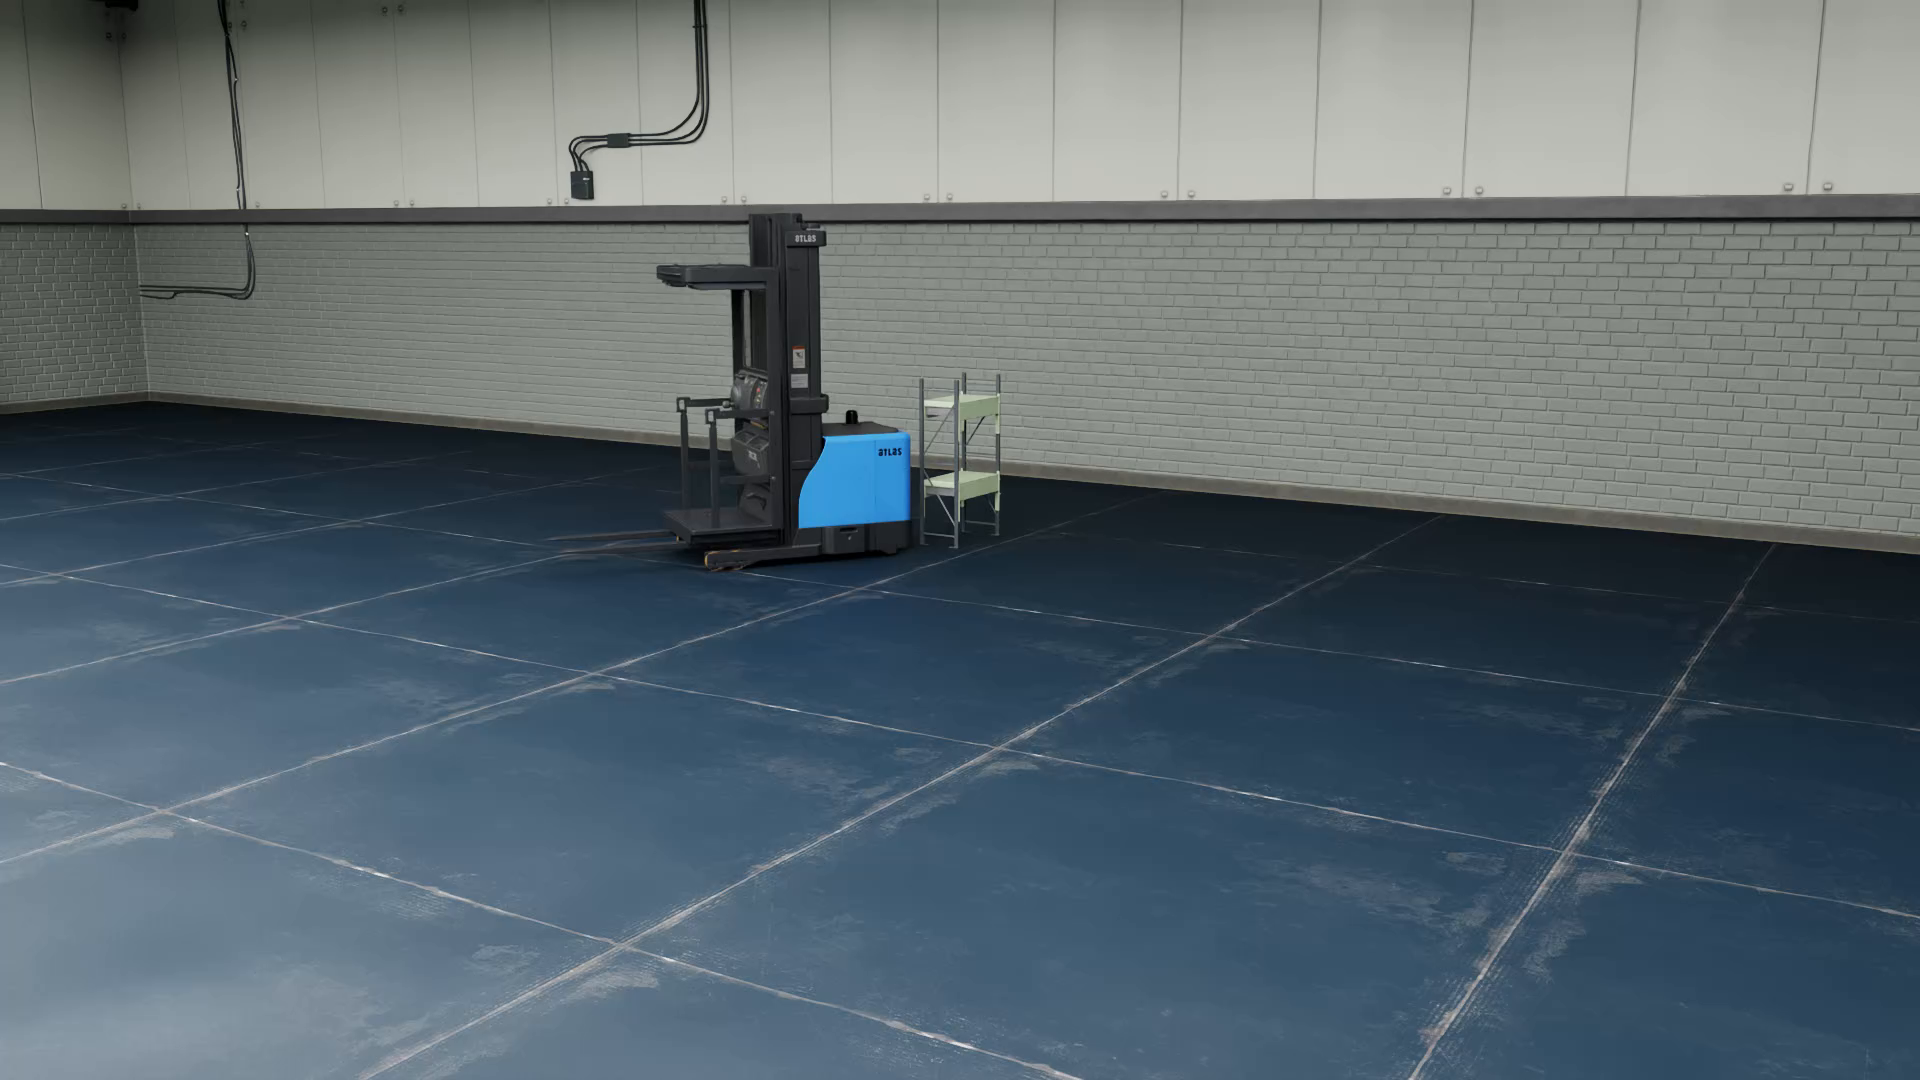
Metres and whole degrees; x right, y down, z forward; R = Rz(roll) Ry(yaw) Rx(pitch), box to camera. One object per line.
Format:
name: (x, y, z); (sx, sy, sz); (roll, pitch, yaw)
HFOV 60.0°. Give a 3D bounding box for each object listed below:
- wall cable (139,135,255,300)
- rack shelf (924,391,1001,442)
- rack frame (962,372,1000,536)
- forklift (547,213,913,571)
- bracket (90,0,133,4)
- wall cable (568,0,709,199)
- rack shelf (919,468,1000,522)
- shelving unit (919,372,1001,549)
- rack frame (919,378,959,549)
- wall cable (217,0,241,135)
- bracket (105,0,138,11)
wall cable: (-12.238, -5.071, 26.320); (3.097, 2.526, 0.112); (6, 12, 31)
rack shelf: (0.003, -1.122, 15.046); (0.431, 0.370, 0.720); (6, 12, 31)
rack frame: (0.193, -0.796, 15.425); (0.400, 1.500, 0.023); (6, 12, 31)
forklift: (-1.981, -1.288, 14.167); (3.031, 2.935, 1.130); (-5, 12, -23)
bracket: (-13.455, -8.341, 25.565); (0.076, 0.066, 3.189); (6, 12, 31)
wall cable: (-4.132, -7.359, 20.863); (2.305, 6.003, 0.169); (6, 12, 31)
rack shelf: (0.003, -0.418, 15.178); (0.431, 0.370, 0.720); (6, 12, 31)
shelving unit: (0.003, -0.738, 15.118); (0.431, 1.500, 0.755); (6, 12, 31)
rack frame: (-0.187, -0.681, 14.810); (0.400, 1.500, 0.023); (6, 12, 31)
wall cable: (-9.926, -7.295, 24.474); (3.097, 2.526, 0.112); (6, 12, 31)
bracket: (-13.148, -8.433, 26.061); (0.235, 0.232, 0.430); (6, 12, 31)
